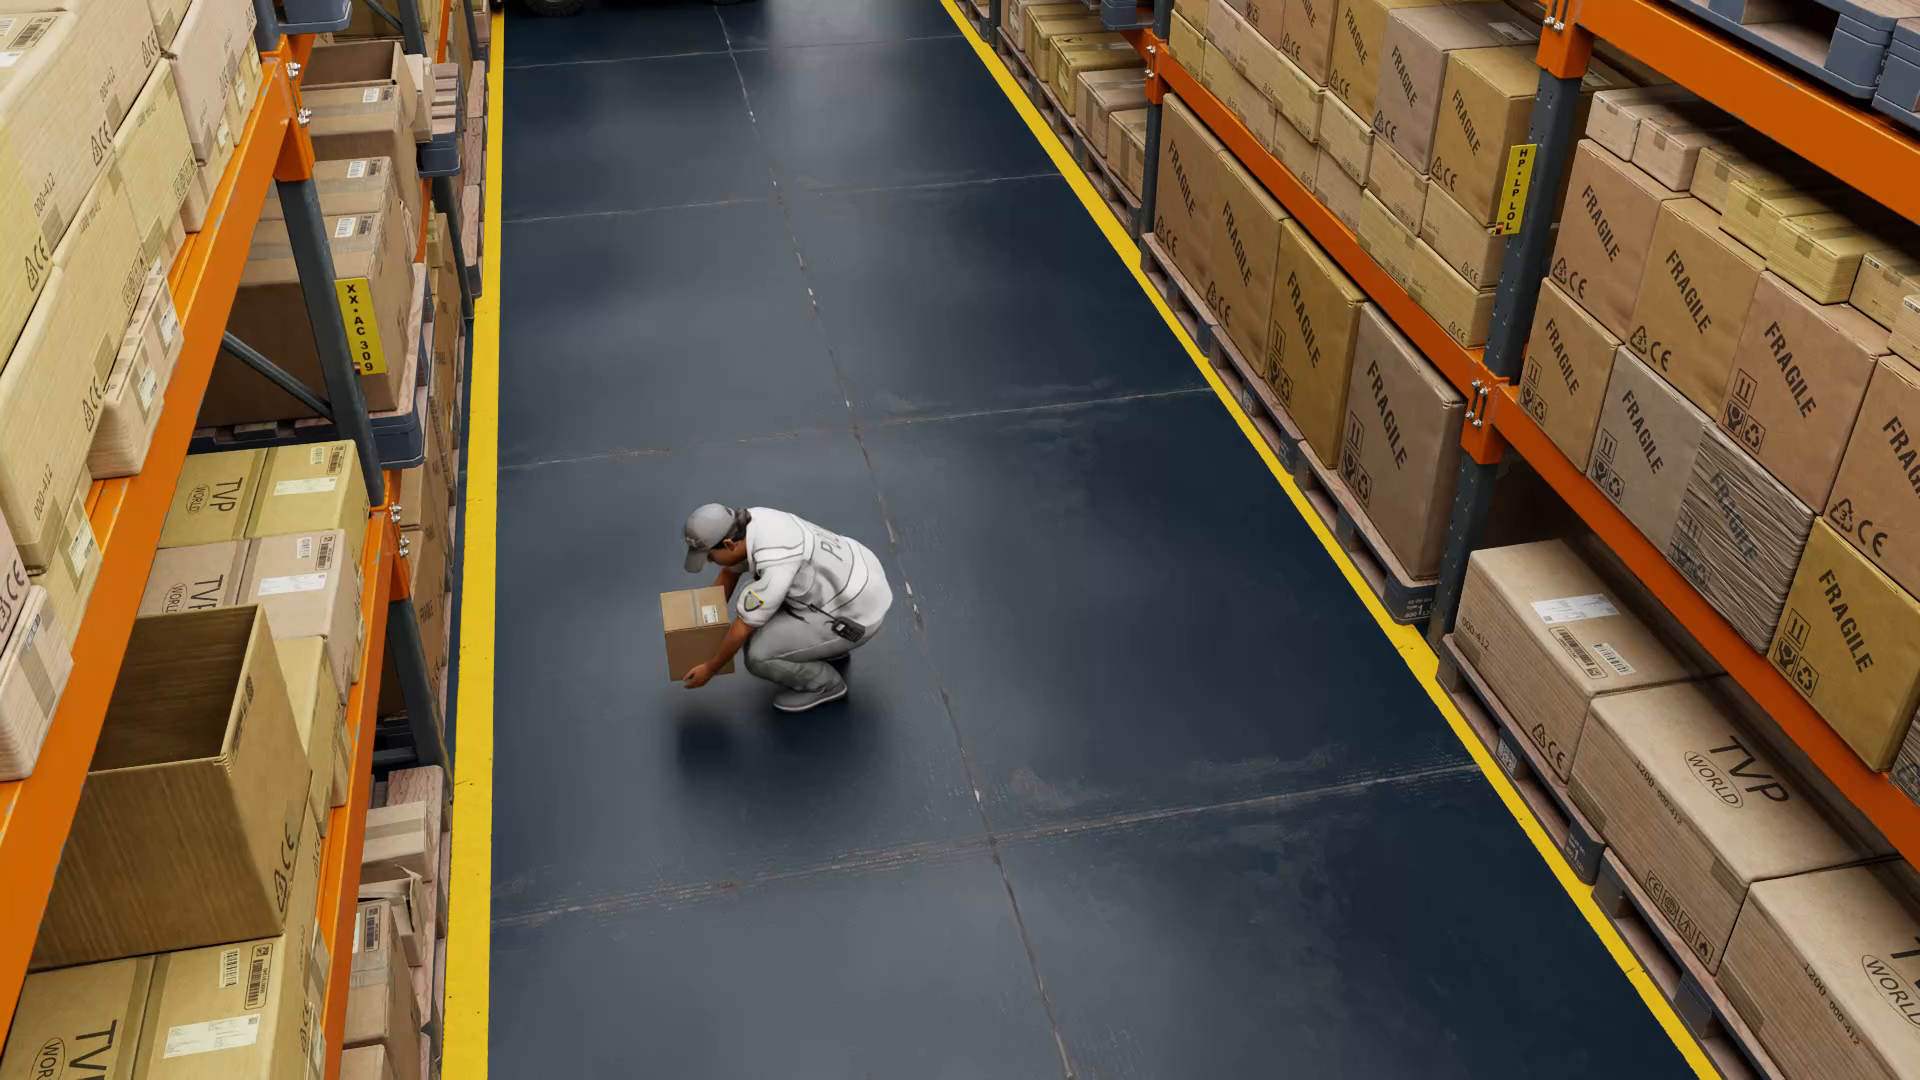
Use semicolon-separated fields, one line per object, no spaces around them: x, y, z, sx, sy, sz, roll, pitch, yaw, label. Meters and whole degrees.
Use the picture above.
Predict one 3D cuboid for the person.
-0.693;0.206;6.497;0.845;0.937;0.518;-7;35;-10;person
